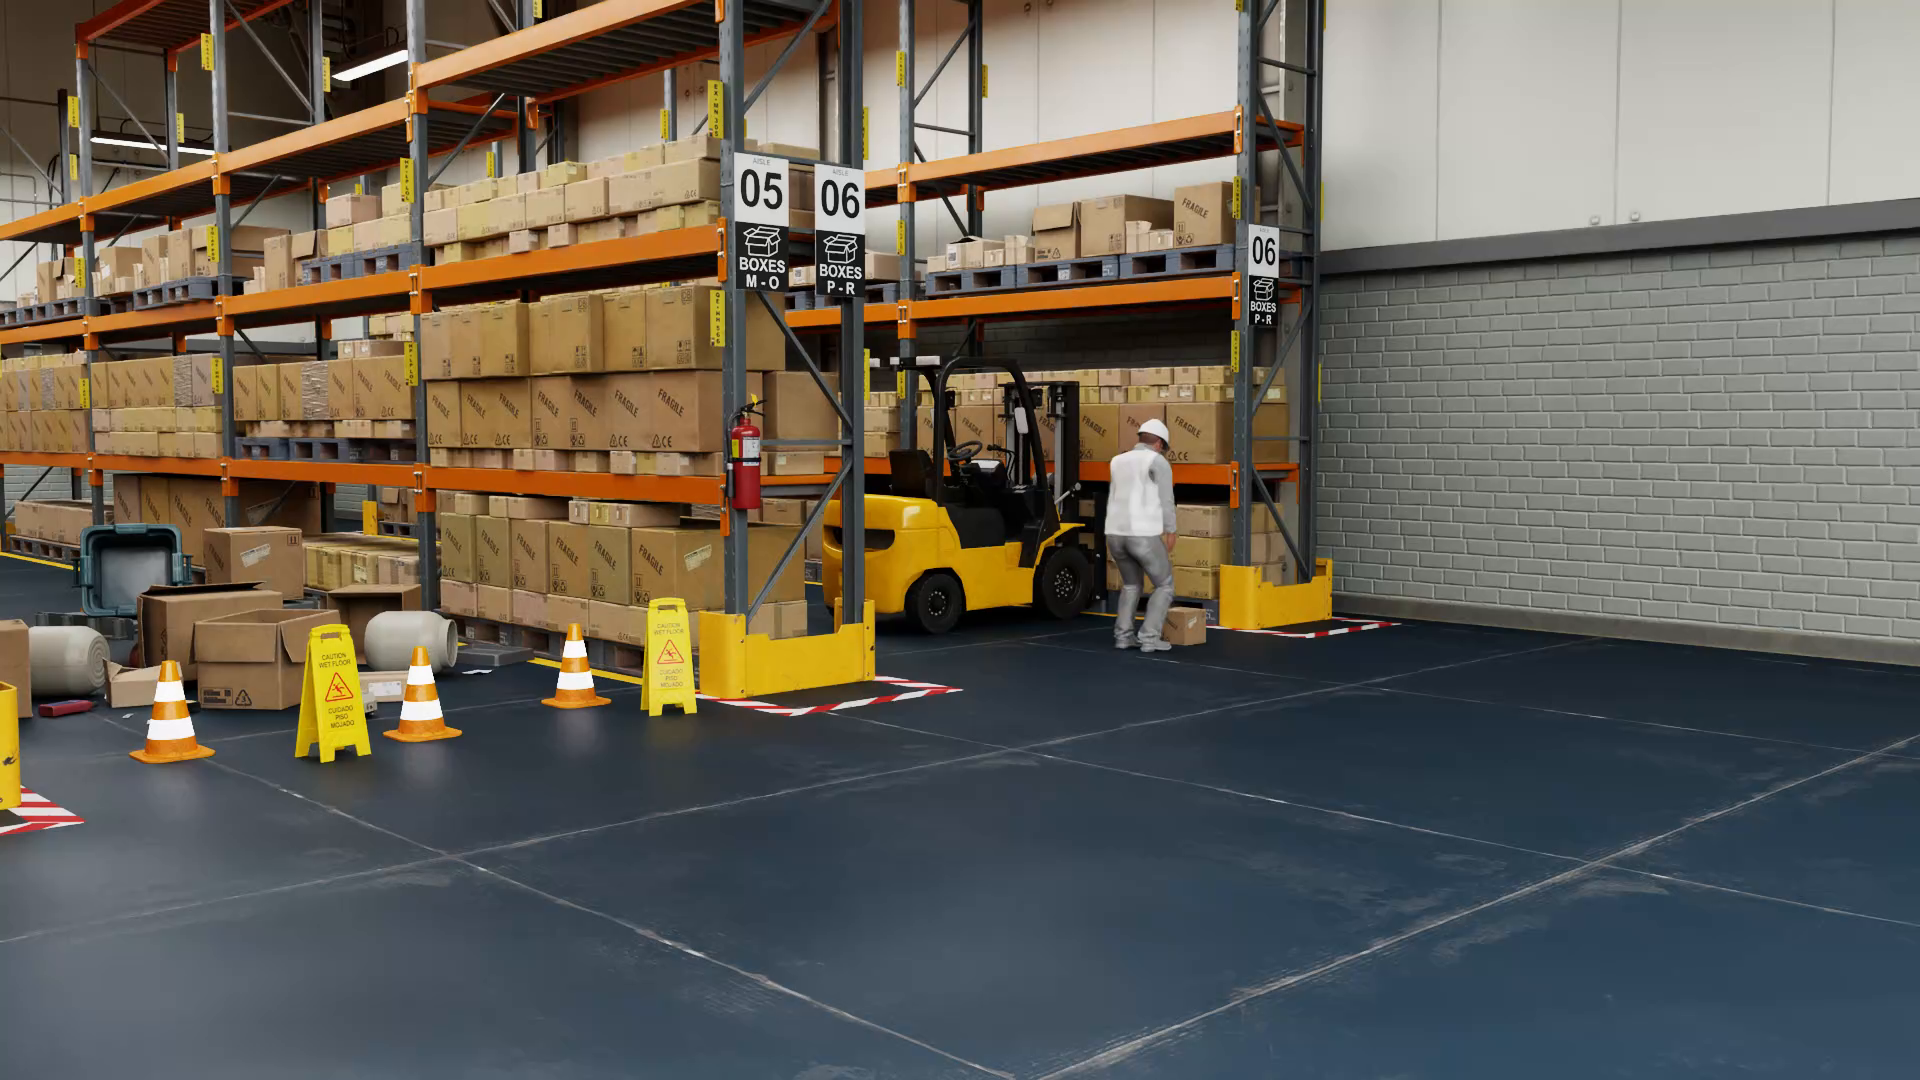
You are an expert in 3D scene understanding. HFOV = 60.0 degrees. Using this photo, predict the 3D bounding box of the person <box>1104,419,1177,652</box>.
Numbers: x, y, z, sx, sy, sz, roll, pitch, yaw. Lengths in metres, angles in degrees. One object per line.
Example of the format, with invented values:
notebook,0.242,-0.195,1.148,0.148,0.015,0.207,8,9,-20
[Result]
person,1.318,-0.039,12.013,0.559,1.665,0.536,-4,5,-43
